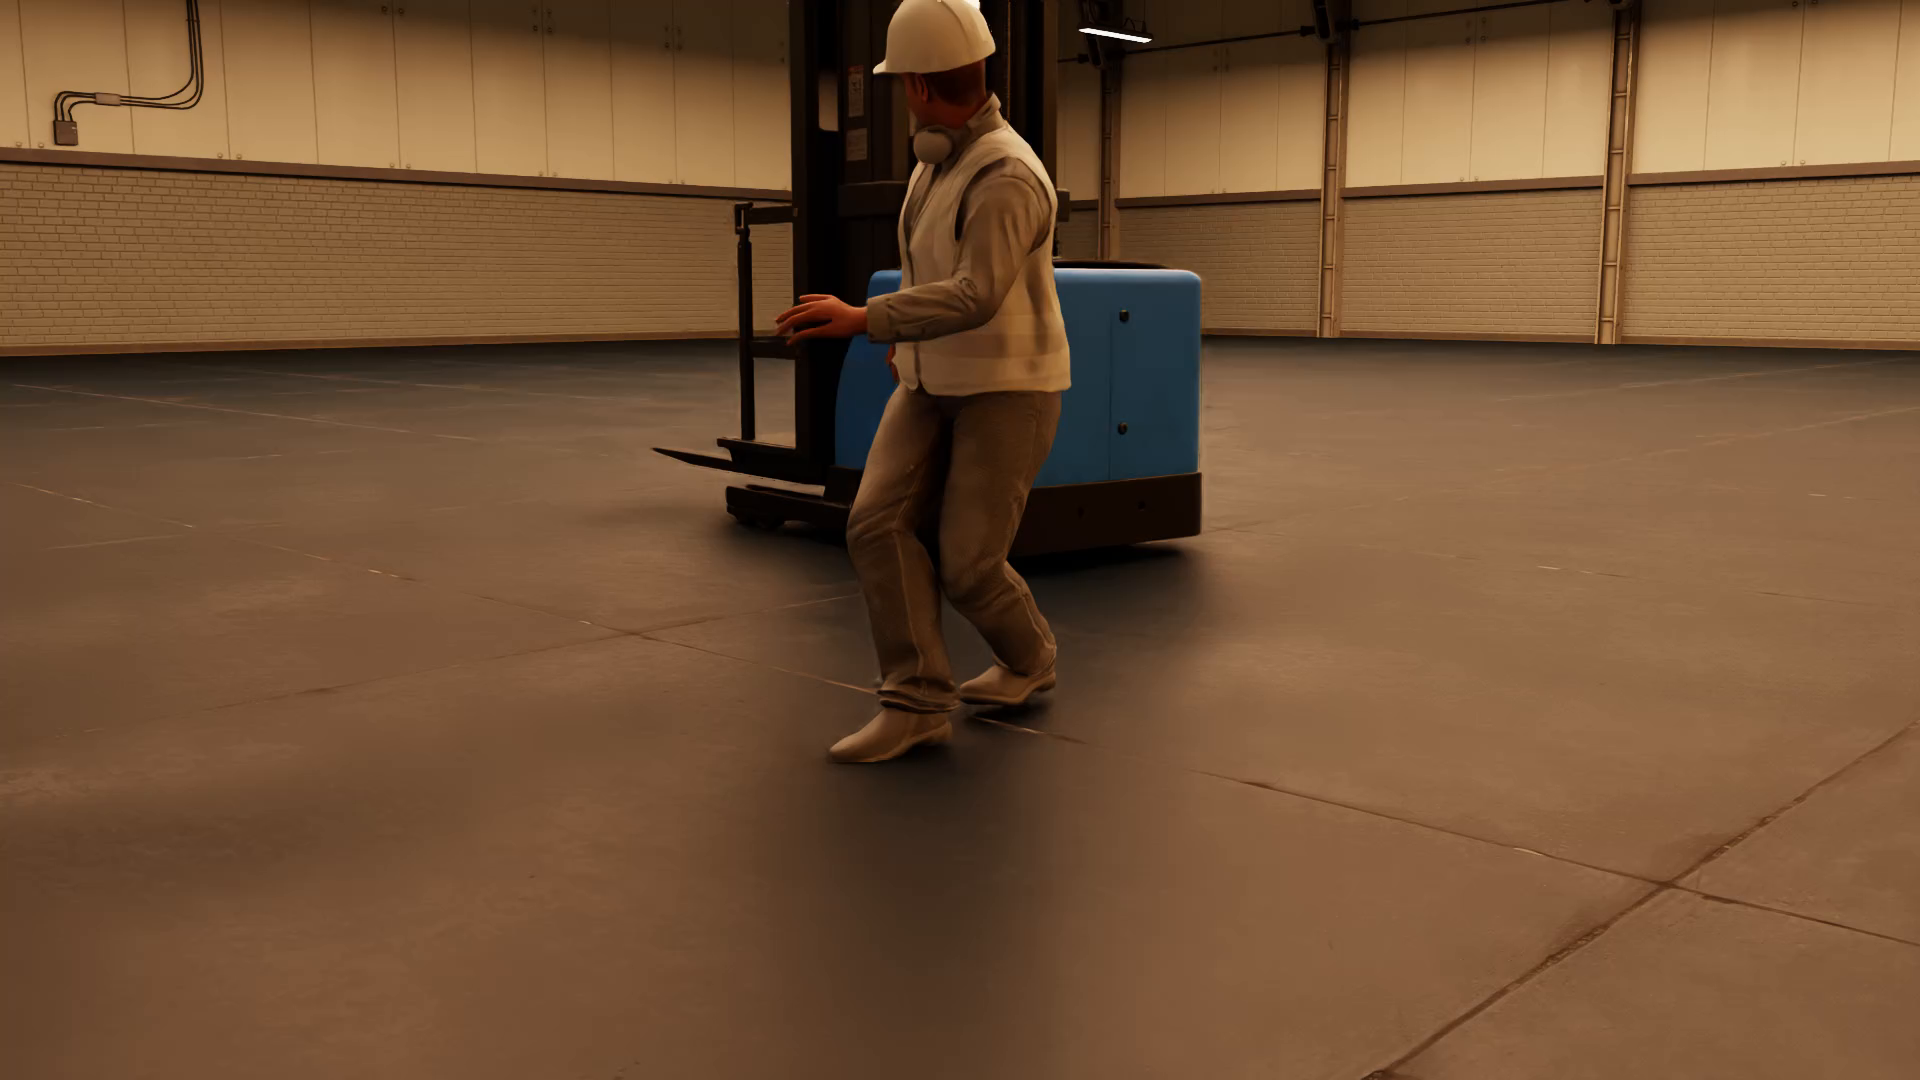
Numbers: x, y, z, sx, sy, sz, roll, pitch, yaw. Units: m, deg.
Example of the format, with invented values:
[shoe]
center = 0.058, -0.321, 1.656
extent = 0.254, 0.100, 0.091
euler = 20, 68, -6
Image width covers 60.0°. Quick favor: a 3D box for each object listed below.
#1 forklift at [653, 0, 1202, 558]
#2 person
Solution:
[forklift]
center = -0.355, -1.536, 7.075
extent = 1.130, 2.935, 3.031
euler = -6, 11, -36
[person]
center = -0.111, -0.372, 3.775
extent = 0.797, 1.648, 0.788
euler = -7, 11, -38
